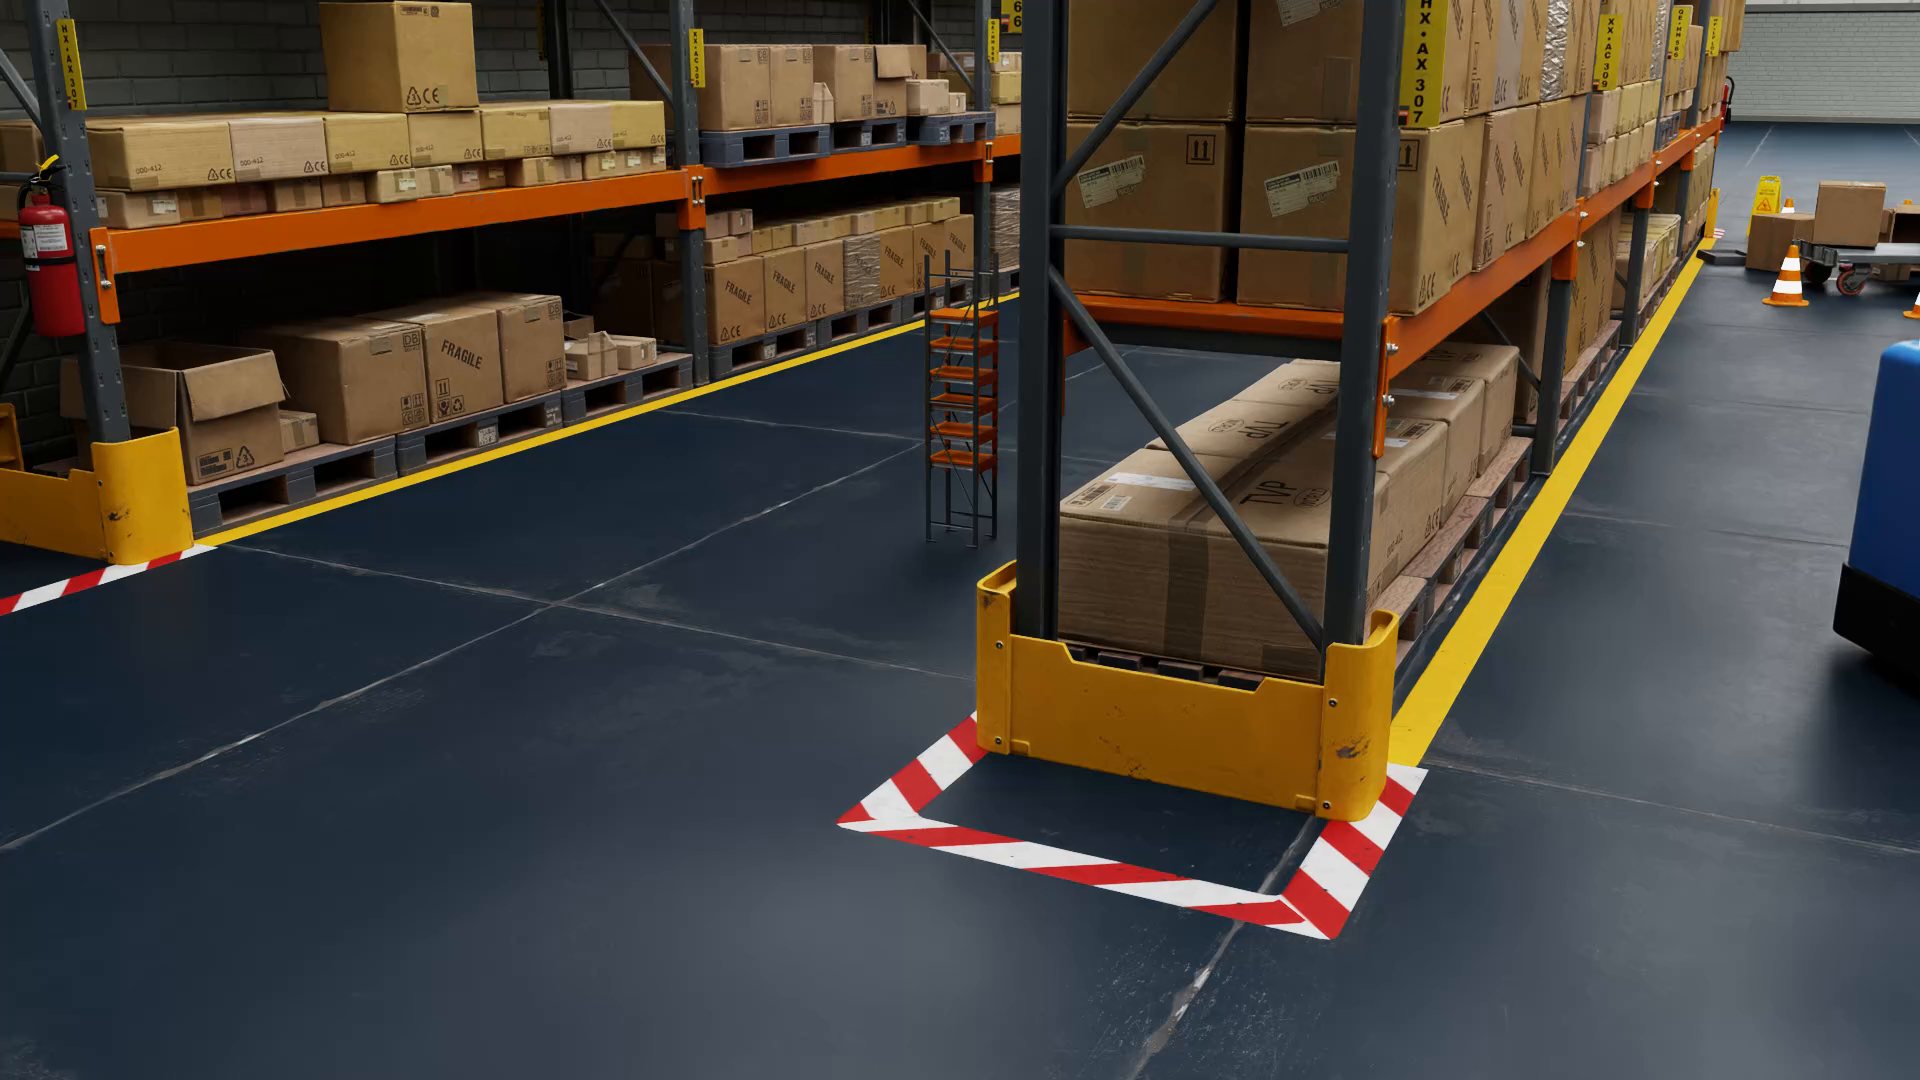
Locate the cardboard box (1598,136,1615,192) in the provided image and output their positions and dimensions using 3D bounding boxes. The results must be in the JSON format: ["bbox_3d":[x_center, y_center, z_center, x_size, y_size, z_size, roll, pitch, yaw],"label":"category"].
[{"bbox_3d":[3.088,-1.954,8.599,0.500,0.250,0.500,8,18,24],"label":"cardboard box"}]

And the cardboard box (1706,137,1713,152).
[{"bbox_3d":[7.443,-4.023,16.936,0.380,0.149,0.250,8,19,26],"label":"cardboard box"}]

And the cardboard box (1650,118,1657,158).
[{"bbox_3d":[4.219,-2.601,10.776,0.500,0.250,0.500,7,18,23],"label":"cardboard box"}]

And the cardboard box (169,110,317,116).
[{"bbox_3d":[-3.379,-1.906,7.913,0.500,0.250,0.500,9,19,27],"label":"cardboard box"}]

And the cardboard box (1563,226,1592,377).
[{"bbox_3d":[3.027,-1.398,9.456,0.875,0.875,0.875,9,19,27],"label":"cardboard box"}]

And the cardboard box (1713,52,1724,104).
[{"bbox_3d":[7.337,-4.635,16.665,0.500,0.500,0.500,8,18,25],"label":"cardboard box"}]

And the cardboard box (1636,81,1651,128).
[{"bbox_3d":[3.787,-2.582,9.836,0.500,0.250,0.500,8,18,24],"label":"cardboard box"}]

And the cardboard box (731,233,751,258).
[{"bbox_3d":[-1.564,-1.898,10.660,0.380,0.149,0.250,8,18,24],"label":"cardboard box"}]

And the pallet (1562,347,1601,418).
[{"bbox_3d":[3.246,-0.997,10.010,1.003,0.211,1.213,8,18,25],"label":"pallet"}]

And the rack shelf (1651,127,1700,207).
[{"bbox_3d":[5.106,-2.999,13.117,1.077,0.370,4.000,8,18,25],"label":"rack shelf"}]

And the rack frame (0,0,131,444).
[{"bbox_3d":[-3.804,-1.427,6.561,1.000,3.000,0.127,8,18,25],"label":"rack frame"}]

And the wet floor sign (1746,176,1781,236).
[{"bbox_3d":[8.829,-3.656,18.200,0.232,0.644,0.267,-15,22,-41],"label":"wet floor sign"}]

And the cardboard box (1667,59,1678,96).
[{"bbox_3d":[4.847,-3.445,11.920,0.500,0.500,0.500,9,19,28],"label":"cardboard box"}]

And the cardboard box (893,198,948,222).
[{"bbox_3d":[-0.318,-2.548,12.847,0.380,0.149,0.250,7,18,23],"label":"cardboard box"}]

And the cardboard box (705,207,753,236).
[{"bbox_3d":[-1.546,-2.033,10.590,0.380,0.149,0.250,7,18,23],"label":"cardboard box"}]

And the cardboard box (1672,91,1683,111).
[{"bbox_3d":[5.548,-3.510,13.277,0.380,0.149,0.250,8,18,25],"label":"cardboard box"}]

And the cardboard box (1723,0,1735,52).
[{"bbox_3d":[6.887,-4.859,15.663,0.700,0.500,0.500,8,18,24],"label":"cardboard box"}]

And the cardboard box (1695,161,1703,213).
[{"bbox_3d":[6.734,-3.350,15.809,0.500,0.500,0.500,9,19,28],"label":"cardboard box"}]

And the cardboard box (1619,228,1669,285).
[{"bbox_3d":[5.140,-2.300,13.378,0.950,0.372,0.625,9,19,27],"label":"cardboard box"}]

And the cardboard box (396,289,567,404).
[{"bbox_3d":[-2.566,-1.051,8.948,0.700,0.500,0.500,7,18,23],"label":"cardboard box"}]

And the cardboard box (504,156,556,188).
[{"bbox_3d":[-2.356,-1.942,8.736,0.380,0.149,0.250,8,18,25],"label":"cardboard box"}]

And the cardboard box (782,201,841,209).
[{"bbox_3d":[-1.128,-2.491,12.655,0.380,0.149,0.250,7,18,23],"label":"cardboard box"}]

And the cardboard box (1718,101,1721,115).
[{"bbox_3d":[7.797,-4.551,17.519,0.380,0.149,0.250,8,18,25],"label":"cardboard box"}]

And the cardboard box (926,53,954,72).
[{"bbox_3d":[-0.265,-3.932,13.681,0.380,0.149,0.250,9,19,27],"label":"cardboard box"}]

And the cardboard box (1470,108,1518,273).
[{"bbox_3d":[1.554,-1.190,5.587,0.500,0.500,0.500,8,18,25],"label":"cardboard box"}]

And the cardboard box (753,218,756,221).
[{"bbox_3d":[-1.635,-2.153,11.519,0.380,0.149,0.250,9,19,27],"label":"cardboard box"}]

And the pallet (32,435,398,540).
[{"bbox_3d":[-3.415,-0.313,7.708,1.003,0.211,1.213,8,18,25],"label":"pallet"}]

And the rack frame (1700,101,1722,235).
[{"bbox_3d":[7.787,-4.872,18.160,1.000,3.000,0.127,8,18,25],"label":"rack frame"}]

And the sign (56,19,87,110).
[{"bbox_3d":[-3.319,-1.773,6.206,0.100,0.325,0.005,8,18,25],"label":"sign"}]

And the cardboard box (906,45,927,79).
[{"bbox_3d":[-0.600,-3.603,12.974,0.500,0.500,0.500,9,19,28],"label":"cardboard box"}]

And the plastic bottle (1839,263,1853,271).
[{"bbox_3d":[8.254,-2.535,15.451,0.133,0.061,0.283,12,20,35],"label":"plastic bottle"}]

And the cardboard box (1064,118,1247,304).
[{"bbox_3d":[0.617,-1.001,4.951,0.500,0.500,0.500,8,18,26],"label":"cardboard box"}]

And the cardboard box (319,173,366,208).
[{"bbox_3d":[-2.972,-1.623,7.661,0.380,0.149,0.250,8,19,26],"label":"cardboard box"}]

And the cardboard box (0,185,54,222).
[{"bbox_3d":[-3.897,-1.425,6.996,0.380,0.149,0.250,8,18,25],"label":"cardboard box"}]

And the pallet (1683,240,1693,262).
[{"bbox_3d":[6.812,-3.004,16.768,1.003,0.211,1.213,8,18,25],"label":"pallet"}]

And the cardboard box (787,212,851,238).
[{"bbox_3d":[-0.997,-2.231,11.780,0.380,0.149,0.250,8,18,26],"label":"cardboard box"}]

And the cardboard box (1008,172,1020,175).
[{"bbox_3d":[0.981,-3.216,16.016,0.875,0.625,0.625,8,18,25],"label":"cardboard box"}]

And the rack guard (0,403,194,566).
[{"bbox_3d":[-3.771,-0.248,6.983,1.175,0.500,0.348,8,18,25],"label":"rack guard"}]

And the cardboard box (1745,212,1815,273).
[{"bbox_3d":[7.696,-2.756,15.421,0.500,0.500,0.500,-7,18,-22],"label":"cardboard box"}]

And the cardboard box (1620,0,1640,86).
[{"bbox_3d":[3.308,-2.679,8.844,0.500,0.500,0.500,8,18,24],"label":"cardboard box"}]

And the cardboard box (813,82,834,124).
[{"bbox_3d":[-1.053,-2.888,10.978,0.396,0.266,0.258,9,19,28],"label":"cardboard box"}]

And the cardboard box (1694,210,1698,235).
[{"bbox_3d":[6.968,-3.125,16.370,0.500,0.250,0.500,8,18,25],"label":"cardboard box"}]

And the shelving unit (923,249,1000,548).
[{"bbox_3d":[0.006,-0.579,6.866,0.258,1.200,0.189,8,18,25],"label":"shelving unit"}]

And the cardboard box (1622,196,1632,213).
[{"bbox_3d":[6.024,-3.281,15.577,0.500,0.500,0.500,8,18,25],"label":"cardboard box"}]

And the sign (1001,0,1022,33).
[{"bbox_3d":[0.158,-1.538,4.484,0.100,0.325,0.005,8,18,25],"label":"sign"}]

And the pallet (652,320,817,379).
[{"bbox_3d":[-1.688,-1.321,11.103,1.003,0.211,1.213,8,18,25],"label":"pallet"}]

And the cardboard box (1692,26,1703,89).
[{"bbox_3d":[5.999,-4.098,14.119,0.500,0.500,0.500,8,18,24],"label":"cardboard box"}]

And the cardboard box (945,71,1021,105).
[{"bbox_3d":[0.209,-3.712,13.638,0.500,0.250,0.500,8,18,25],"label":"cardboard box"}]

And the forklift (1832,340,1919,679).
[{"bbox_3d":[4.553,-0.942,5.047,3.031,2.935,1.130,-2,17,-6],"label":"forklift"}]

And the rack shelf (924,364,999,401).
[{"bbox_3d":[0.006,-0.651,6.844,0.258,0.103,0.180,8,18,25],"label":"rack shelf"}]

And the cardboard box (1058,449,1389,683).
[{"bbox_3d":[0.843,0.049,5.352,0.875,0.438,0.875,7,18,24],"label":"cardboard box"}]

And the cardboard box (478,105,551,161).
[{"bbox_3d":[-2.472,-2.101,8.572,0.500,0.250,0.500,8,18,25],"label":"cardboard box"}]

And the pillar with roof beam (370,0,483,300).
[{"bbox_3d":[0.717,-4.712,7.083,9.100,9.000,0.400,8,18,25],"label":"pillar with roof beam"}]

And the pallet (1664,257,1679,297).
[{"bbox_3d":[5.653,-2.318,14.458,1.003,0.211,1.213,8,18,25],"label":"pallet"}]

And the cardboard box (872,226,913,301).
[{"bbox_3d":[-0.691,-2.073,12.389,0.500,0.500,0.500,9,19,28],"label":"cardboard box"}]

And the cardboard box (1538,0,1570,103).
[{"bbox_3d":[2.008,-1.928,6.317,0.500,0.500,0.500,8,18,26],"label":"cardboard box"}]
